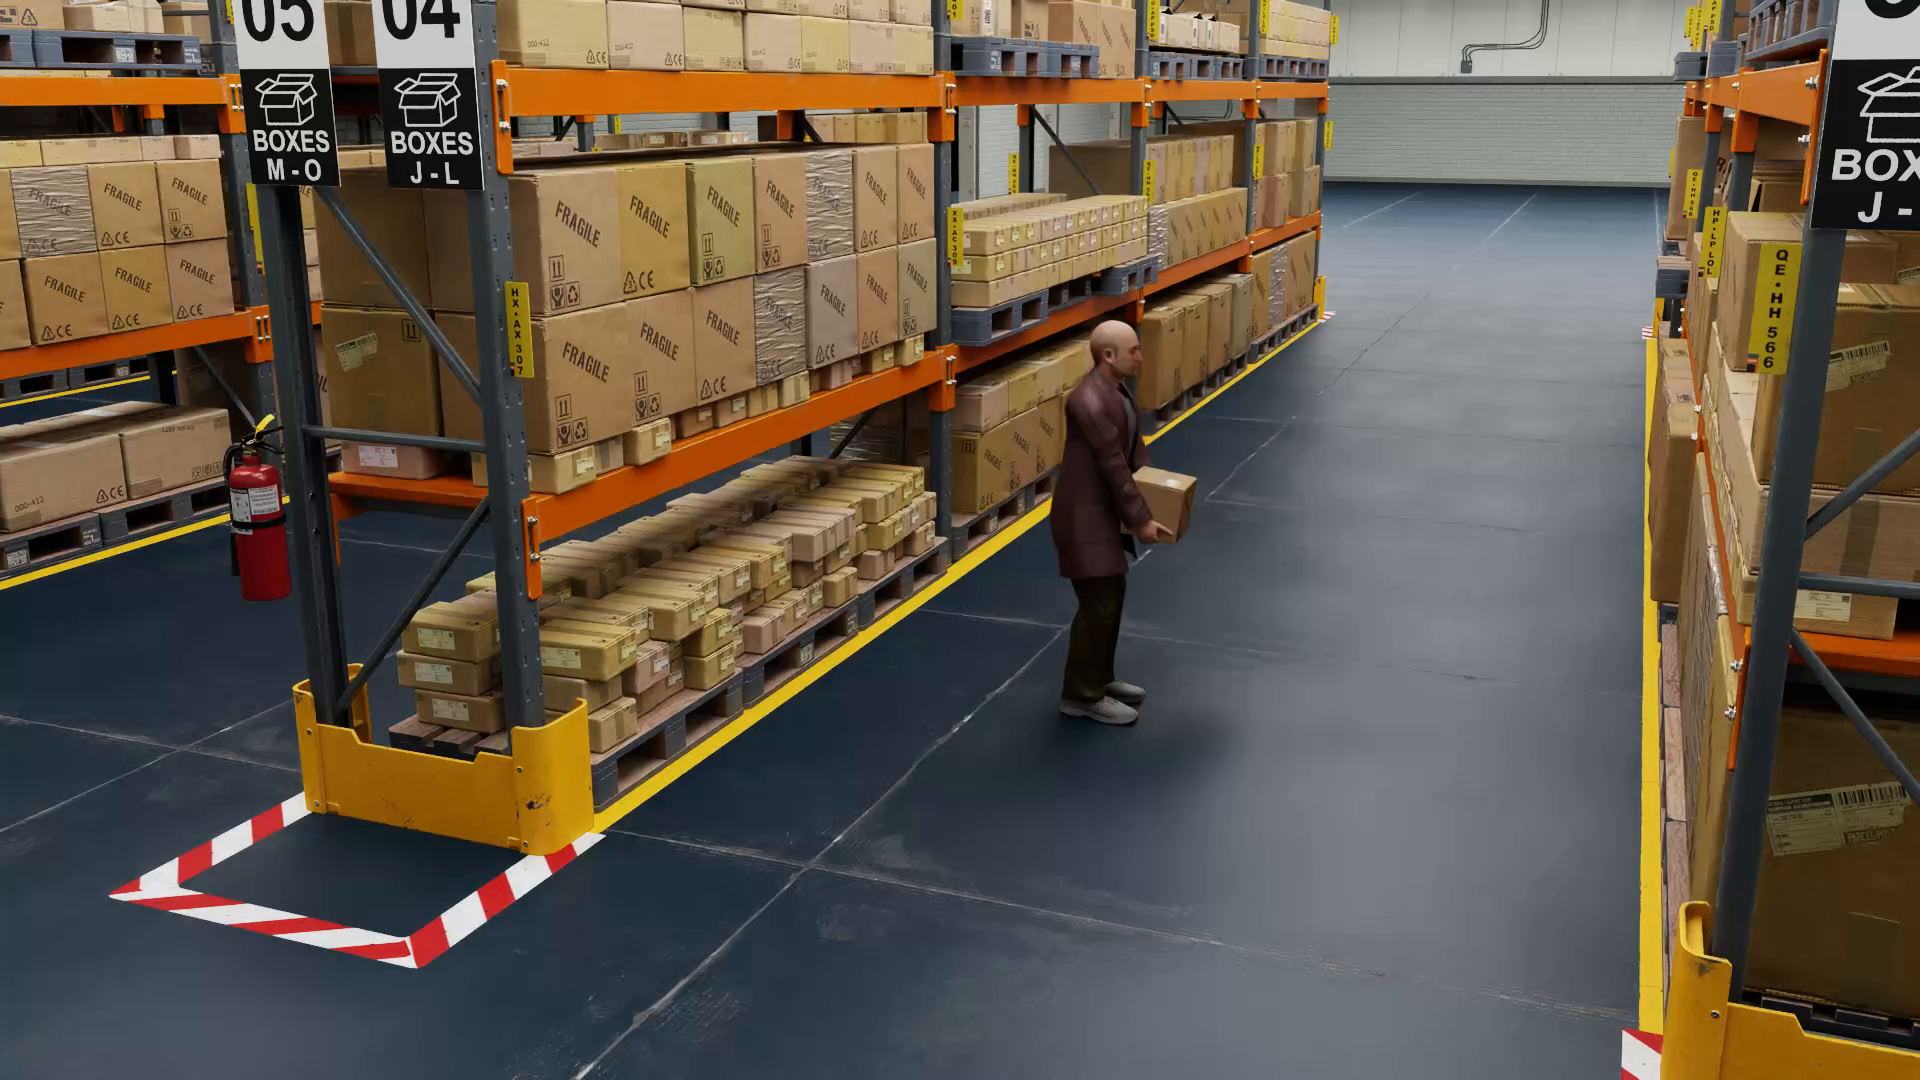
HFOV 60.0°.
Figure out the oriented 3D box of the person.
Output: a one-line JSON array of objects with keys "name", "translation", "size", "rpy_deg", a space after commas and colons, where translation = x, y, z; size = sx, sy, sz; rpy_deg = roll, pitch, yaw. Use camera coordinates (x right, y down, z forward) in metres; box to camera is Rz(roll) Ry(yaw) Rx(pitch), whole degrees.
[{"name": "person", "translation": [0.694, -0.080, 7.359], "size": [0.575, 1.776, 0.525], "rpy_deg": [6, 16, 20]}]
